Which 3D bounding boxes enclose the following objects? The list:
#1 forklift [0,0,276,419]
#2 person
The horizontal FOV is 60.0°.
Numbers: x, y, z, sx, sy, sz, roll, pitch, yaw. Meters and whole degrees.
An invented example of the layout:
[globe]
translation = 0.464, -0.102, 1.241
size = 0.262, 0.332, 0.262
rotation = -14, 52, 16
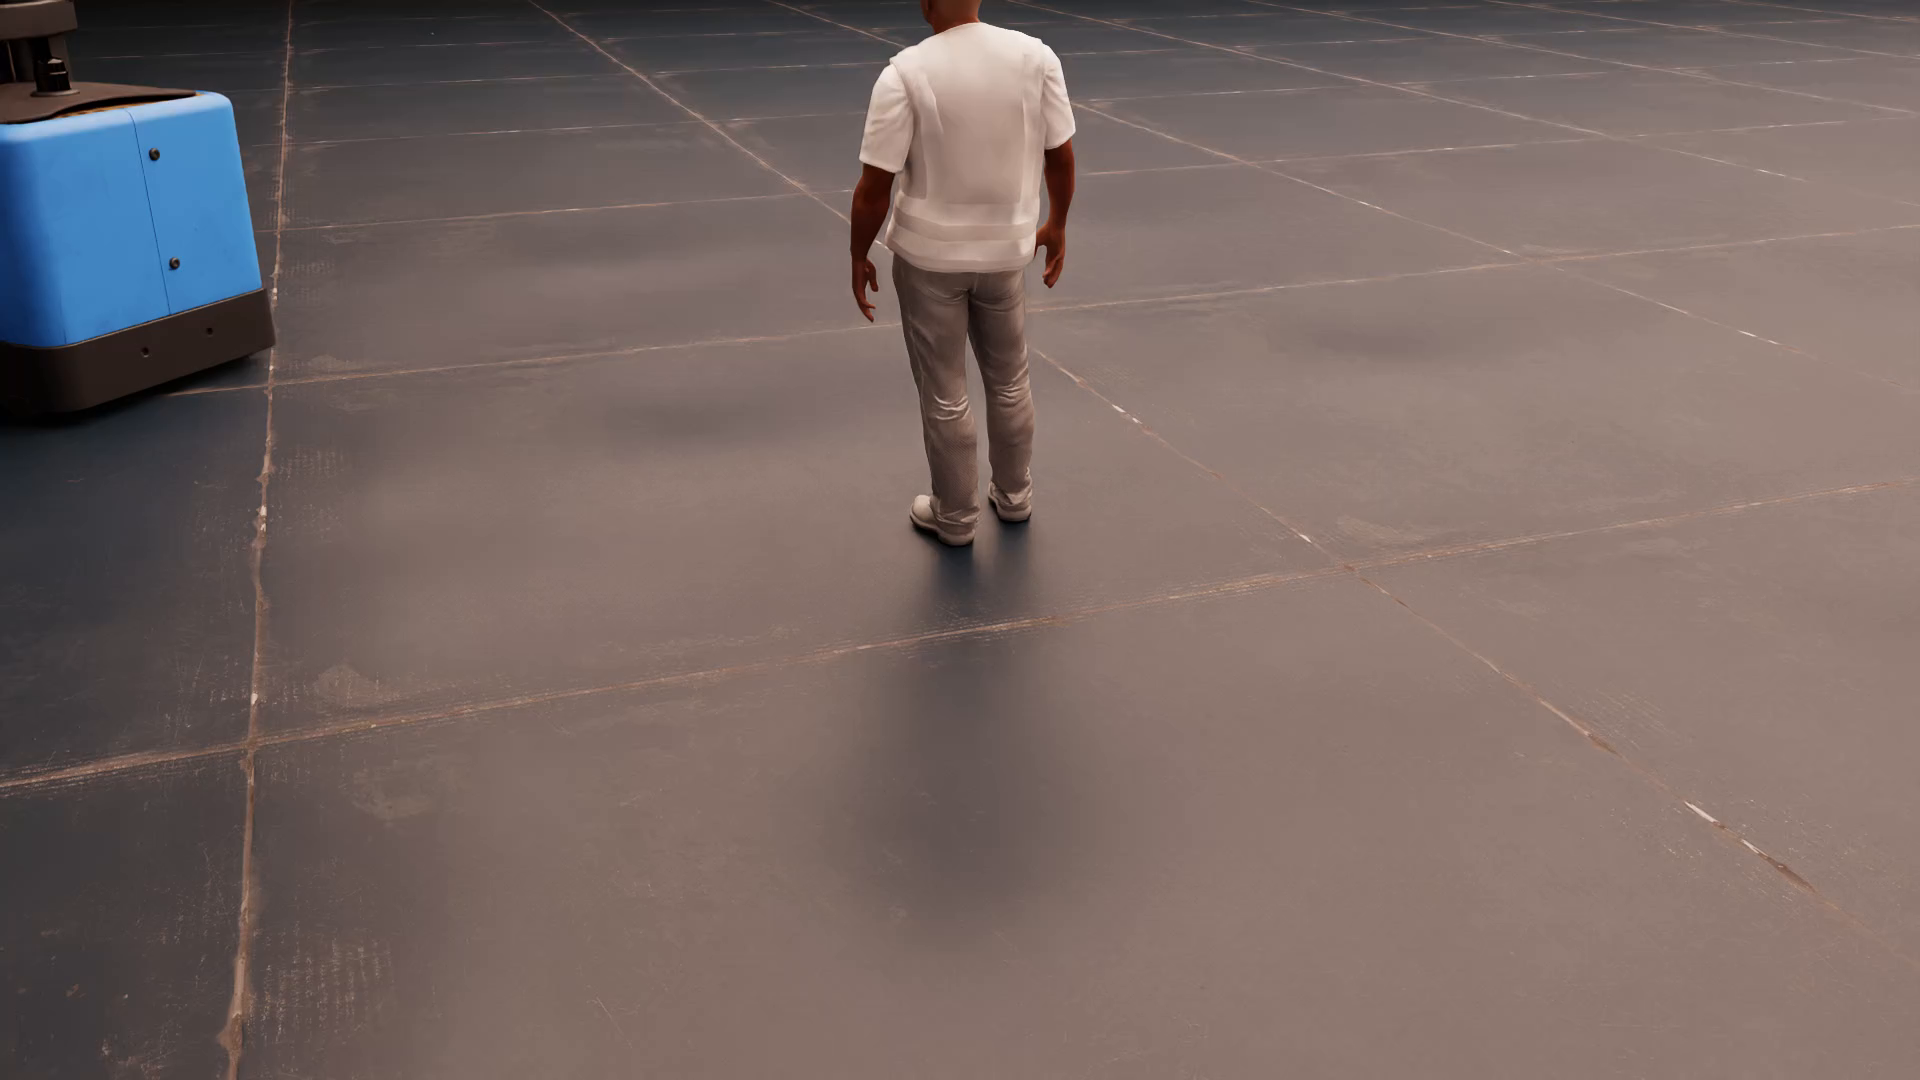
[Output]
[forklift]
translation = -4.357, -2.158, 6.430
size = 3.031, 2.935, 1.130
rotation = 10, 25, 23
[person]
translation = -0.018, -0.847, 4.796
size = 0.666, 1.765, 0.577
rotation = -8, 24, -18
